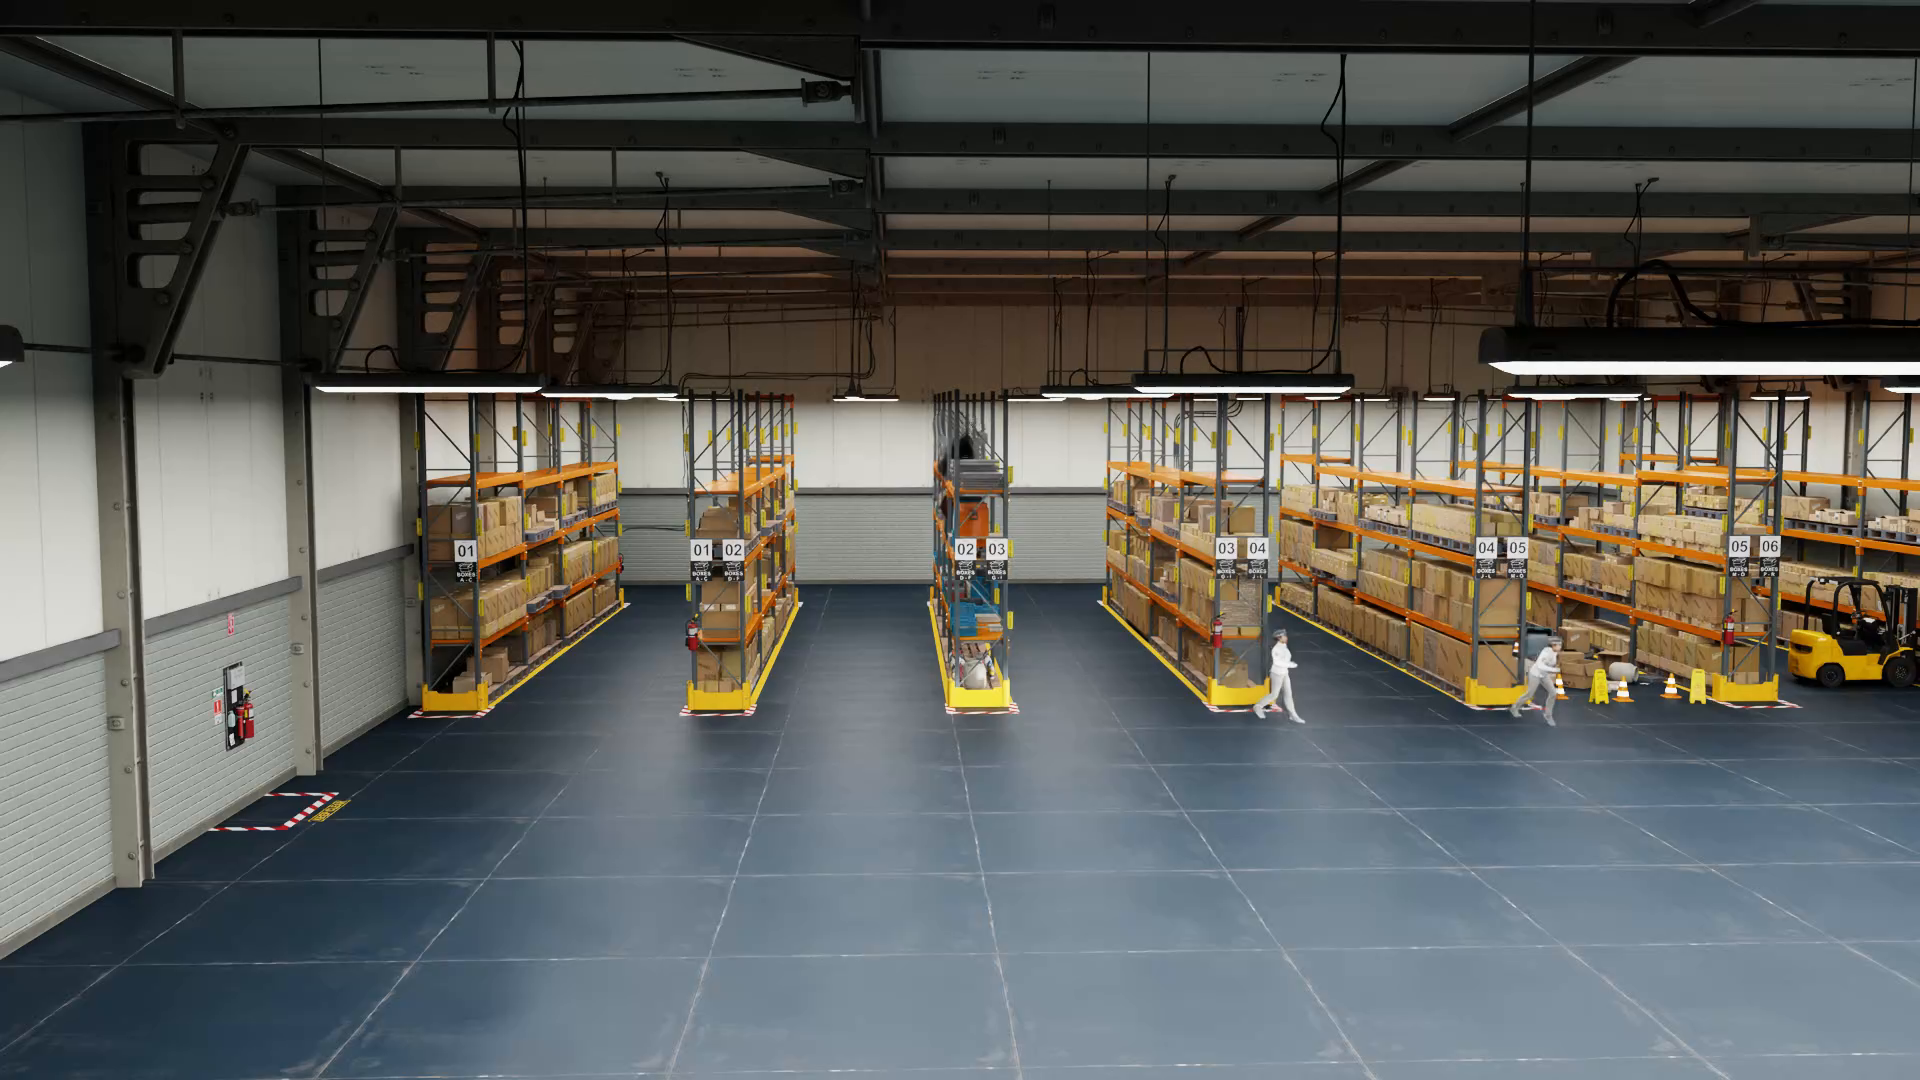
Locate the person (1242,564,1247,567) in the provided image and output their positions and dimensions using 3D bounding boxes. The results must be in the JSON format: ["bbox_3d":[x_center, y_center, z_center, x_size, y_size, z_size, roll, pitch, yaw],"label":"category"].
[{"bbox_3d":[8.109,1.019,47.372,0.576,1.693,0.736,1,5,8],"label":"person"}]

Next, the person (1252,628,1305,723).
[{"bbox_3d":[5.726,2.421,29.843,0.937,1.698,0.629,3,5,28],"label":"person"}]

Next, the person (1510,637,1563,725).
[{"bbox_3d":[10.405,2.523,29.960,0.918,1.618,0.656,5,7,44],"label":"person"}]
